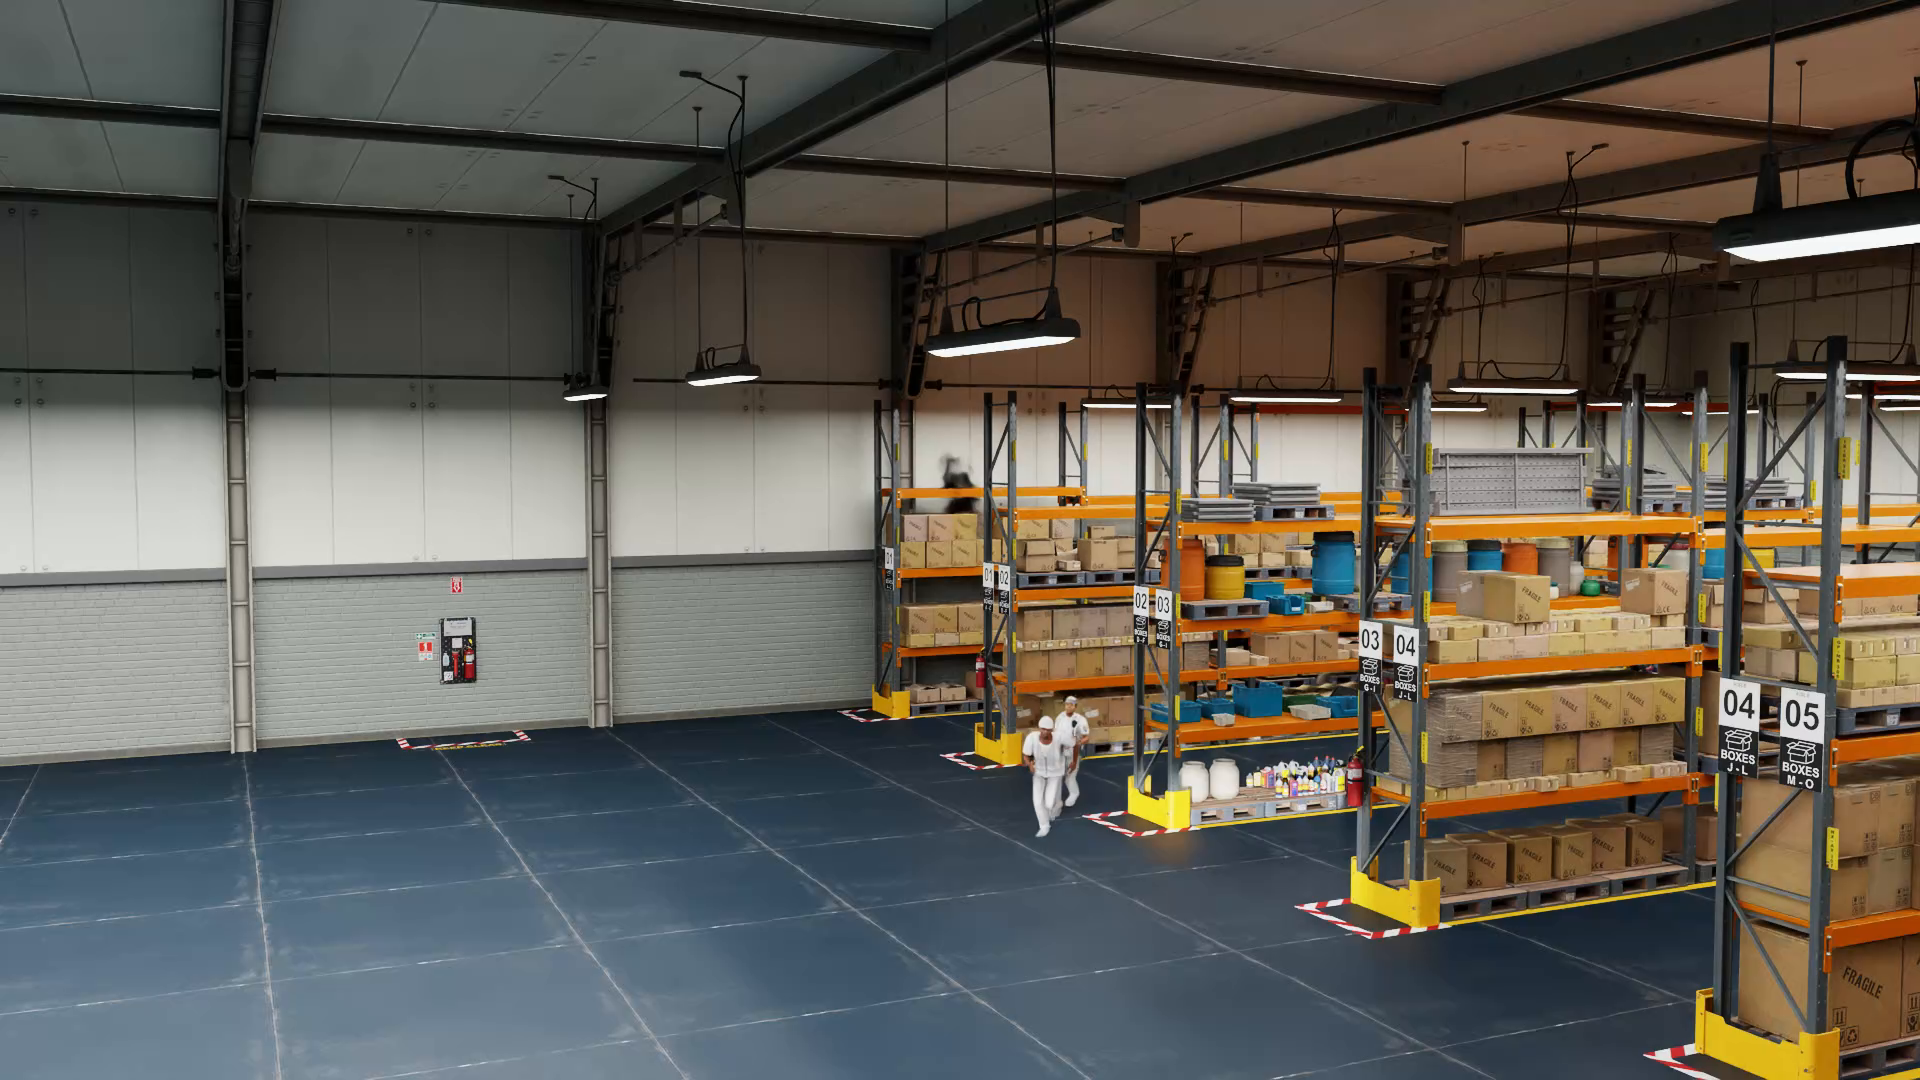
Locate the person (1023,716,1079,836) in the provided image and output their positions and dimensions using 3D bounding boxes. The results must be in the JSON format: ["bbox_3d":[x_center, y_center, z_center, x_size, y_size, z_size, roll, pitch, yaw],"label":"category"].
[{"bbox_3d":[1.183,3.088,21.759,0.721,1.644,0.802,1,3,12],"label":"person"}]

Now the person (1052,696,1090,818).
[{"bbox_3d":[1.516,3.009,23.215,0.602,1.660,0.769,1,4,22],"label":"person"}]

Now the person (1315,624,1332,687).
[{"bbox_3d":[6.970,2.451,31.760,0.845,1.784,0.641,-2,4,-26],"label":"person"}]
